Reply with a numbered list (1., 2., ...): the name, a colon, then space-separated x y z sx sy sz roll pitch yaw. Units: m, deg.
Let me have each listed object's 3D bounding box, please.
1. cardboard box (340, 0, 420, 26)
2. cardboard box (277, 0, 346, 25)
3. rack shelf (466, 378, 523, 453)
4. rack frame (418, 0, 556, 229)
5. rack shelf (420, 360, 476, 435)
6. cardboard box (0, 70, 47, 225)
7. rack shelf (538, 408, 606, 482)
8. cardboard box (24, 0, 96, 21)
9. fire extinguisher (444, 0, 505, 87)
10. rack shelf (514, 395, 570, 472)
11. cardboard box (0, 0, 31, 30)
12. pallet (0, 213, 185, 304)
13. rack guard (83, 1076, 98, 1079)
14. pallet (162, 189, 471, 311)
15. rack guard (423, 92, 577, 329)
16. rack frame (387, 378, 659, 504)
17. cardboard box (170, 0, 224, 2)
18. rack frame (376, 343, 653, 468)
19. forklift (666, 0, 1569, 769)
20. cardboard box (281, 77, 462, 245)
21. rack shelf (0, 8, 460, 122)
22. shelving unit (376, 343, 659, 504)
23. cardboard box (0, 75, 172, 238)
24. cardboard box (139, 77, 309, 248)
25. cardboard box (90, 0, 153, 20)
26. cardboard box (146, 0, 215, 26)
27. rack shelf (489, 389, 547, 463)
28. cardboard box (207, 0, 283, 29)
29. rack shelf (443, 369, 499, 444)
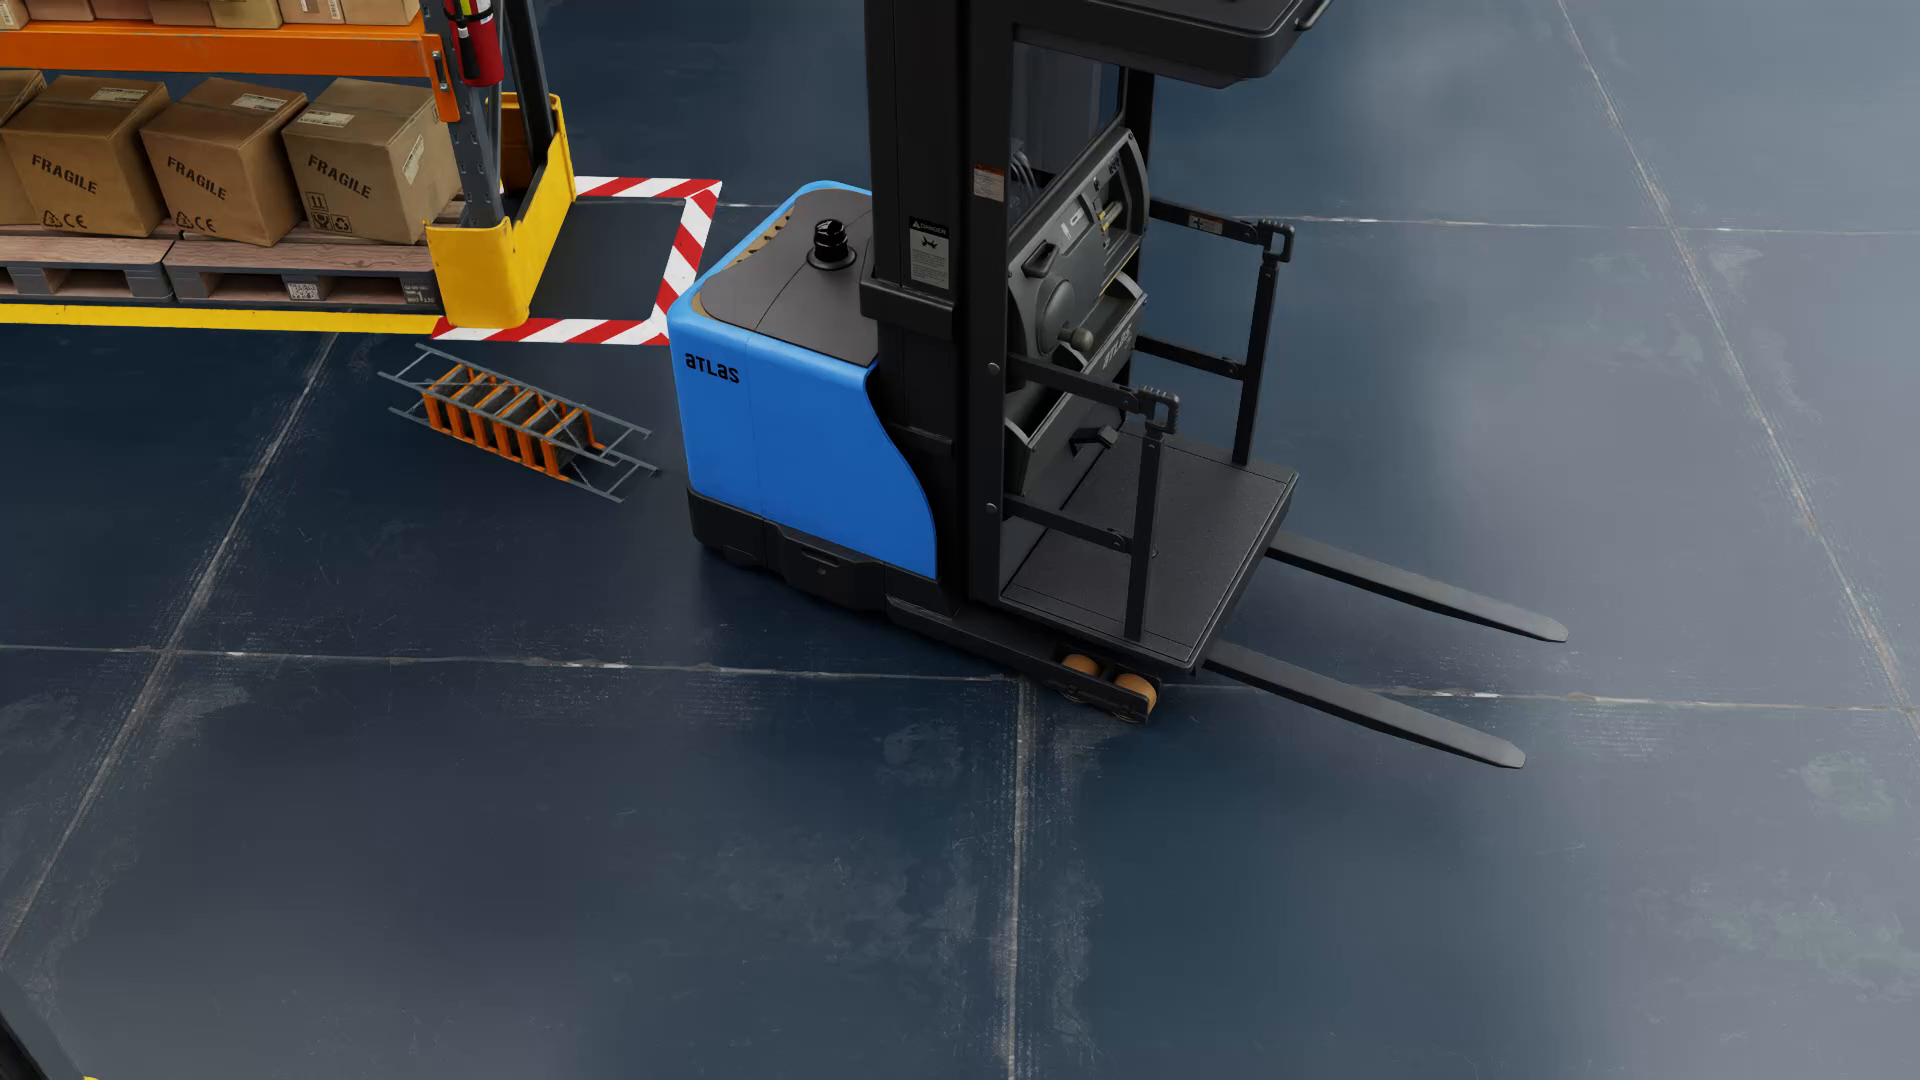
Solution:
1. cardboard box: -2.267 -2.191 6.586 0.250 0.149 0.380 2 43 2
2. cardboard box: -2.517 -2.199 6.594 0.250 0.149 0.380 2 43 2
3. rack shelf: -1.833 -0.500 6.643 0.103 0.180 0.258 21 47 21
4. rack frame: -1.973 -2.415 6.642 0.127 3.000 1.000 2 43 2
5. rack shelf: -2.042 -0.578 6.730 0.103 0.180 0.258 21 47 21
6. cardboard box: -4.375 -1.759 7.464 0.500 0.500 0.500 -2 43 -2
7. rack shelf: -1.519 -0.381 6.513 0.103 0.180 0.258 21 47 21
8. cardboard box: -3.516 -2.218 6.615 0.250 0.149 0.380 2 43 2
9. fire extinguisher: -1.879 -2.069 6.327 0.183 0.674 0.296 2 43 2
10. rack shelf: -1.623 -0.421 6.556 0.103 0.180 0.258 21 47 21
11. cardboard box: -3.770 -2.166 6.558 0.250 0.149 0.380 2 43 2
12. pallet: -4.074 -1.485 7.689 1.213 0.211 1.003 2 43 2
13. rack guard: -2.274 1.902 3.841 0.348 0.500 1.175 2 43 2
14. pallet: -2.859 -1.446 7.647 1.213 0.211 1.003 2 43 2
15. rack guard: -2.049 -1.503 7.496 0.348 0.500 1.175 2 43 2
16. rack frame: -1.766 -0.408 6.678 1.200 0.006 0.240 21 47 21
17. cardboard box: -3.026 -2.530 6.473 0.500 0.500 0.875 2 43 2
18. rack frame: -1.767 -0.542 6.554 1.200 0.006 0.240 21 47 21
19. forklift: 0.554 -0.877 5.041 3.031 2.935 1.130 19 46 20
20. cardboard box: -2.596 -1.684 7.383 0.500 0.500 0.500 9 44 10
21. rack shelf: -3.971 -2.213 6.953 4.000 0.370 1.077 2 43 2
22. shelving unit: -1.767 -0.475 6.616 1.200 0.189 0.258 21 47 21
23. cardboard box: -3.819 -1.712 7.412 0.500 0.500 0.500 5 43 6
24. cardboard box: -3.195 -1.680 7.378 0.500 0.500 0.500 12 44 13
25. cardboard box: -3.266 -2.226 6.623 0.250 0.149 0.380 2 43 2
26. cardboard box: -3.018 -2.190 6.585 0.250 0.149 0.380 2 43 2
27. rack shelf: -1.728 -0.460 6.600 0.103 0.180 0.258 21 47 21
28. cardboard box: -2.769 -2.172 6.565 0.250 0.149 0.380 2 43 2
29. rack shelf: -1.937 -0.539 6.687 0.103 0.180 0.258 21 47 21
